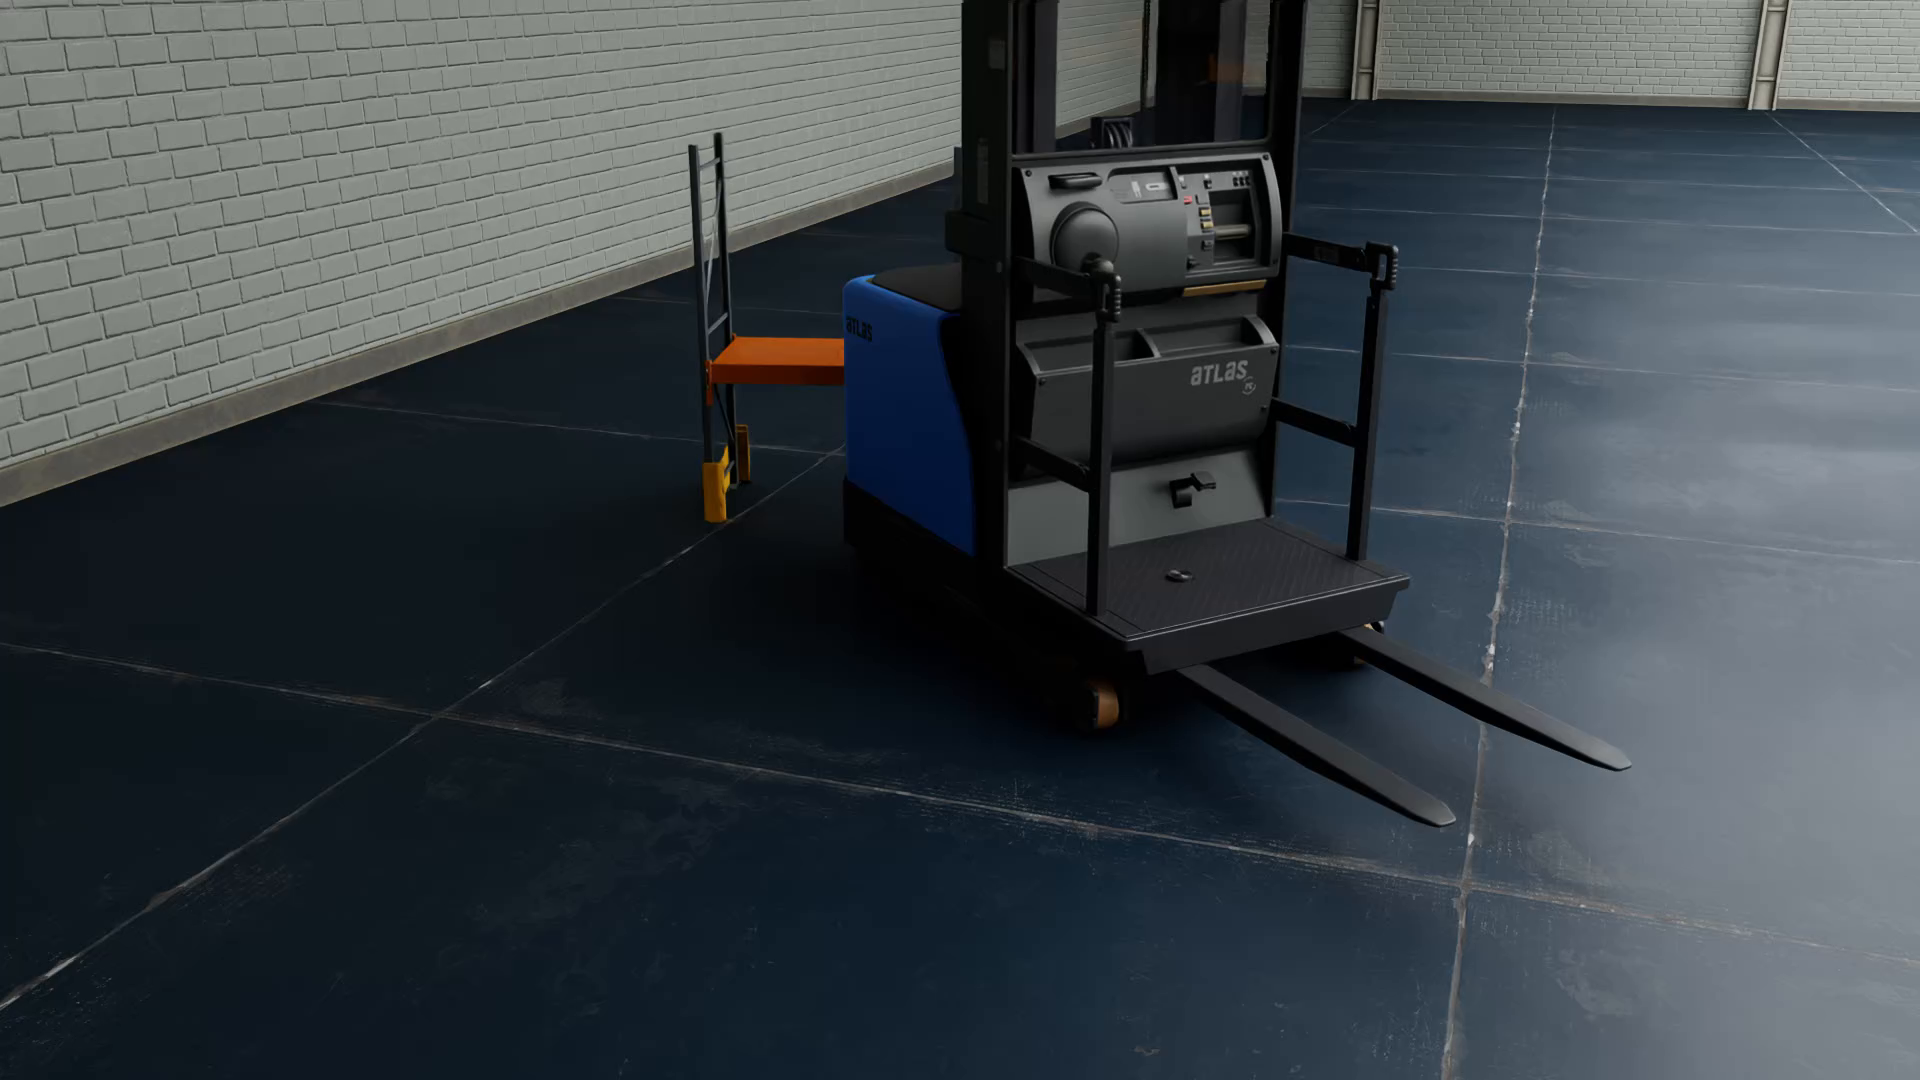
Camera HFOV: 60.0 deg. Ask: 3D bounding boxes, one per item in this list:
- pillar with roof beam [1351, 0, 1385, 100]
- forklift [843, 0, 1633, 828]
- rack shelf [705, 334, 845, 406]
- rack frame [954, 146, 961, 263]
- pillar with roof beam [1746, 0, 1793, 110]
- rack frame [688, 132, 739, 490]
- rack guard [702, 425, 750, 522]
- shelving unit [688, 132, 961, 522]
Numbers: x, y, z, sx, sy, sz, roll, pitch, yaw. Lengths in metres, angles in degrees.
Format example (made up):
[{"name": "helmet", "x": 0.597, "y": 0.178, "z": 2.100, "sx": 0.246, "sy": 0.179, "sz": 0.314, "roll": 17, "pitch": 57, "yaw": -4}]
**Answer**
[{"name": "pillar with roof beam", "x": 5.270, "y": -10.207, "z": 22.187, "sx": 0.400, "sy": 9.000, "sz": 9.100, "roll": 7, "pitch": 20, "yaw": 18}, {"name": "forklift", "x": 0.704, "y": -0.984, "z": 4.945, "sx": 1.130, "sy": 2.935, "sz": 3.031, "roll": -10, "pitch": 22, "yaw": -27}, {"name": "rack shelf", "x": -0.496, "y": -0.696, "z": 6.841, "sx": 1.000, "sy": 0.185, "sz": 0.538, "roll": 1, "pitch": 19, "yaw": 4}, {"name": "rack frame", "x": 0.011, "y": -0.854, "z": 6.746, "sx": 0.032, "sy": 1.500, "sz": 0.500, "roll": 1, "pitch": 19, "yaw": 4}, {"name": "pillar with roof beam", "x": 10.937, "y": -9.559, "z": 20.328, "sx": 0.400, "sy": 9.000, "sz": 9.100, "roll": 7, "pitch": 20, "yaw": 18}, {"name": "rack frame", "x": -1.003, "y": -0.879, "z": 6.818, "sx": 0.032, "sy": 1.500, "sz": 0.500, "roll": 1, "pitch": 19, "yaw": 4}, {"name": "rack guard", "x": -0.984, "y": -0.288, "z": 7.022, "sx": 0.087, "sy": 0.250, "sz": 0.587, "roll": 1, "pitch": 19, "yaw": 4}, {"name": "shelving unit", "x": -0.487, "y": -0.866, "z": 6.782, "sx": 1.083, "sy": 1.500, "sz": 0.587, "roll": 1, "pitch": 19, "yaw": 4}]
